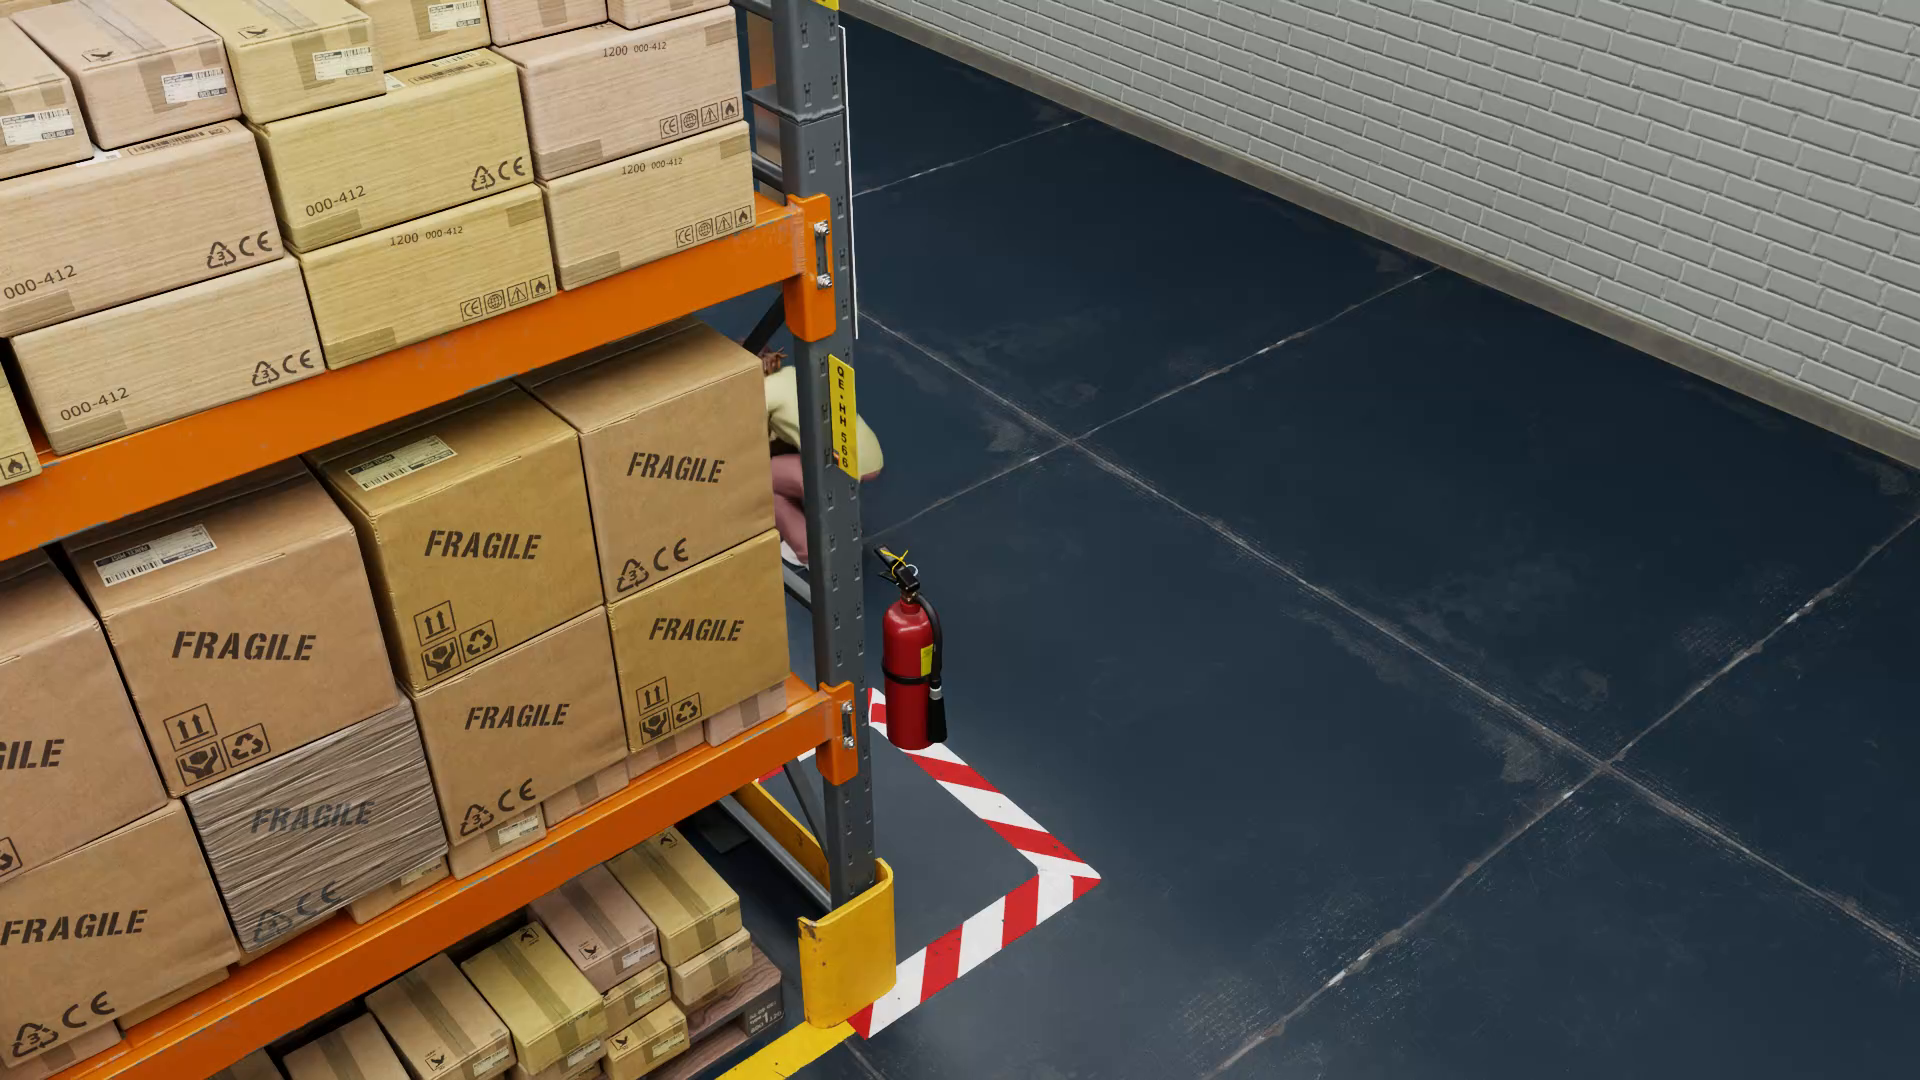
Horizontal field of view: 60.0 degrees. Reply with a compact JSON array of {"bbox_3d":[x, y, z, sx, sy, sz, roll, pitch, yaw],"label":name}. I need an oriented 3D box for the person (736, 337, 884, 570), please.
[{"bbox_3d":[-0.691,-0.369,7.297,0.456,0.925,0.830,-28,44,-33],"label":"person"}]
